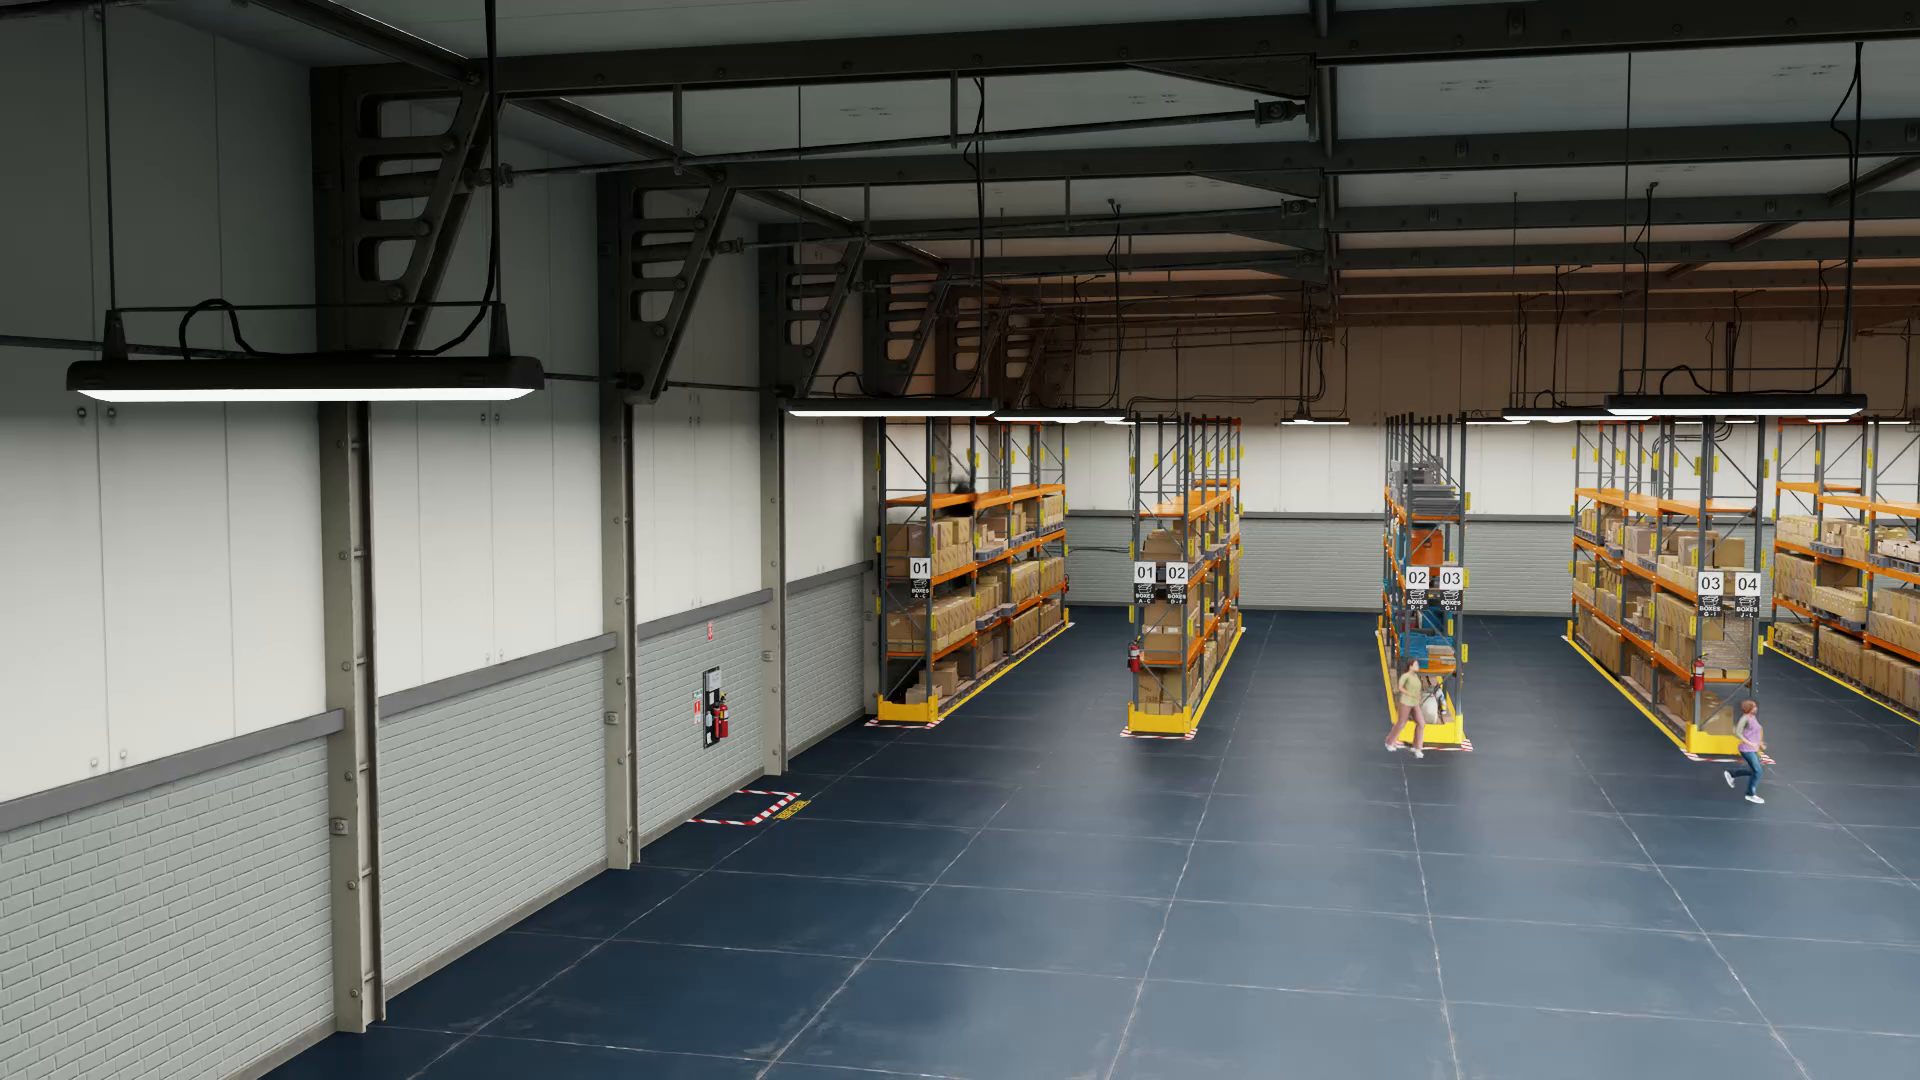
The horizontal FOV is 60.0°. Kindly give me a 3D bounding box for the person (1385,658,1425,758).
[{"bbox_3d":[7.892,2.912,29.101,0.634,1.689,0.791,-3,5,-34],"label":"person"}]

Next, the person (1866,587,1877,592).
[{"bbox_3d":[22.858,2.047,41.738,0.580,1.738,0.833,1,4,11],"label":"person"}]

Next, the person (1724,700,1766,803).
[{"bbox_3d":[12.043,3.227,25.534,0.604,1.567,0.539,3,5,42],"label":"person"}]
